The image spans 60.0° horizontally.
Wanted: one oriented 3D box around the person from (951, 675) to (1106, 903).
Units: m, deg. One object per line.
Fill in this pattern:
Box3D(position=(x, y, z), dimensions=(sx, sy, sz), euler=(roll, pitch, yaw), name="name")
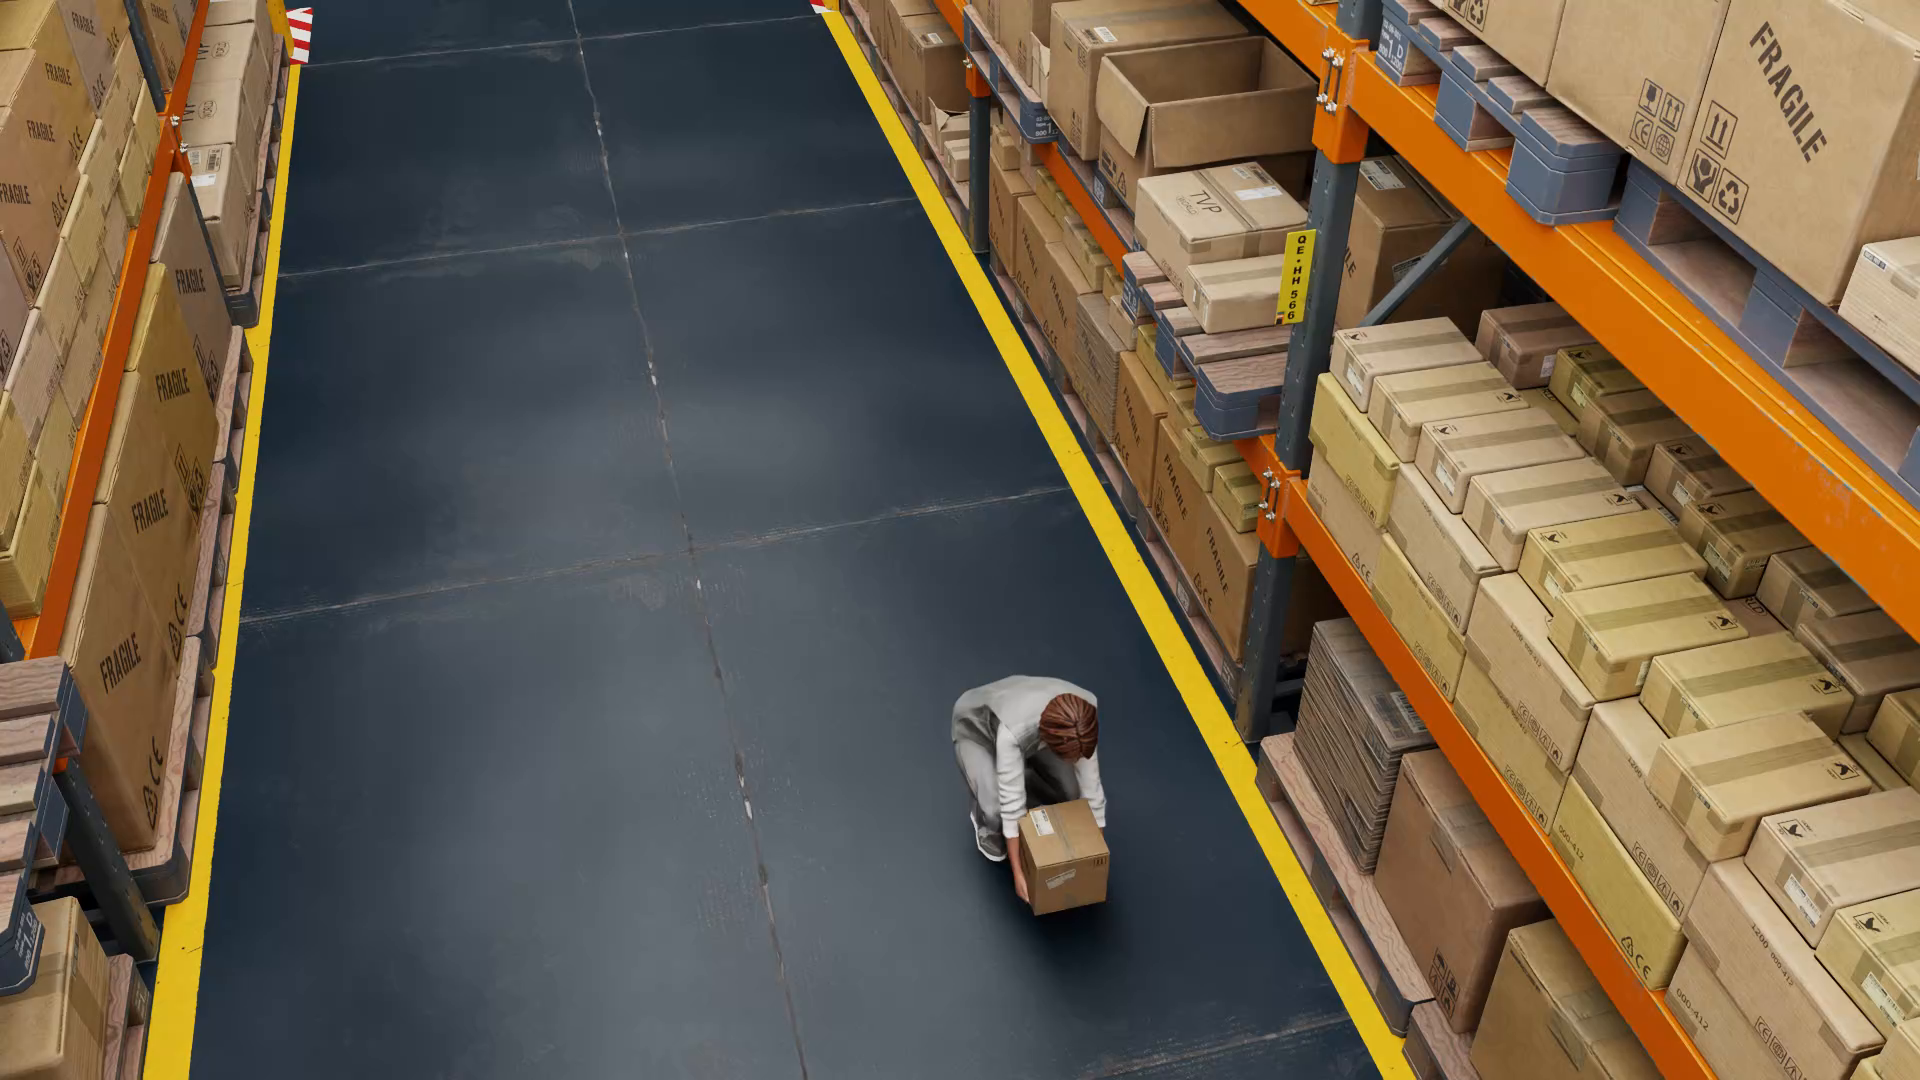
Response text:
Box3D(position=(0.244, 0.779, 5.759), dimensions=(0.425, 0.896, 0.825), euler=(-13, 41, -16), name="person")
